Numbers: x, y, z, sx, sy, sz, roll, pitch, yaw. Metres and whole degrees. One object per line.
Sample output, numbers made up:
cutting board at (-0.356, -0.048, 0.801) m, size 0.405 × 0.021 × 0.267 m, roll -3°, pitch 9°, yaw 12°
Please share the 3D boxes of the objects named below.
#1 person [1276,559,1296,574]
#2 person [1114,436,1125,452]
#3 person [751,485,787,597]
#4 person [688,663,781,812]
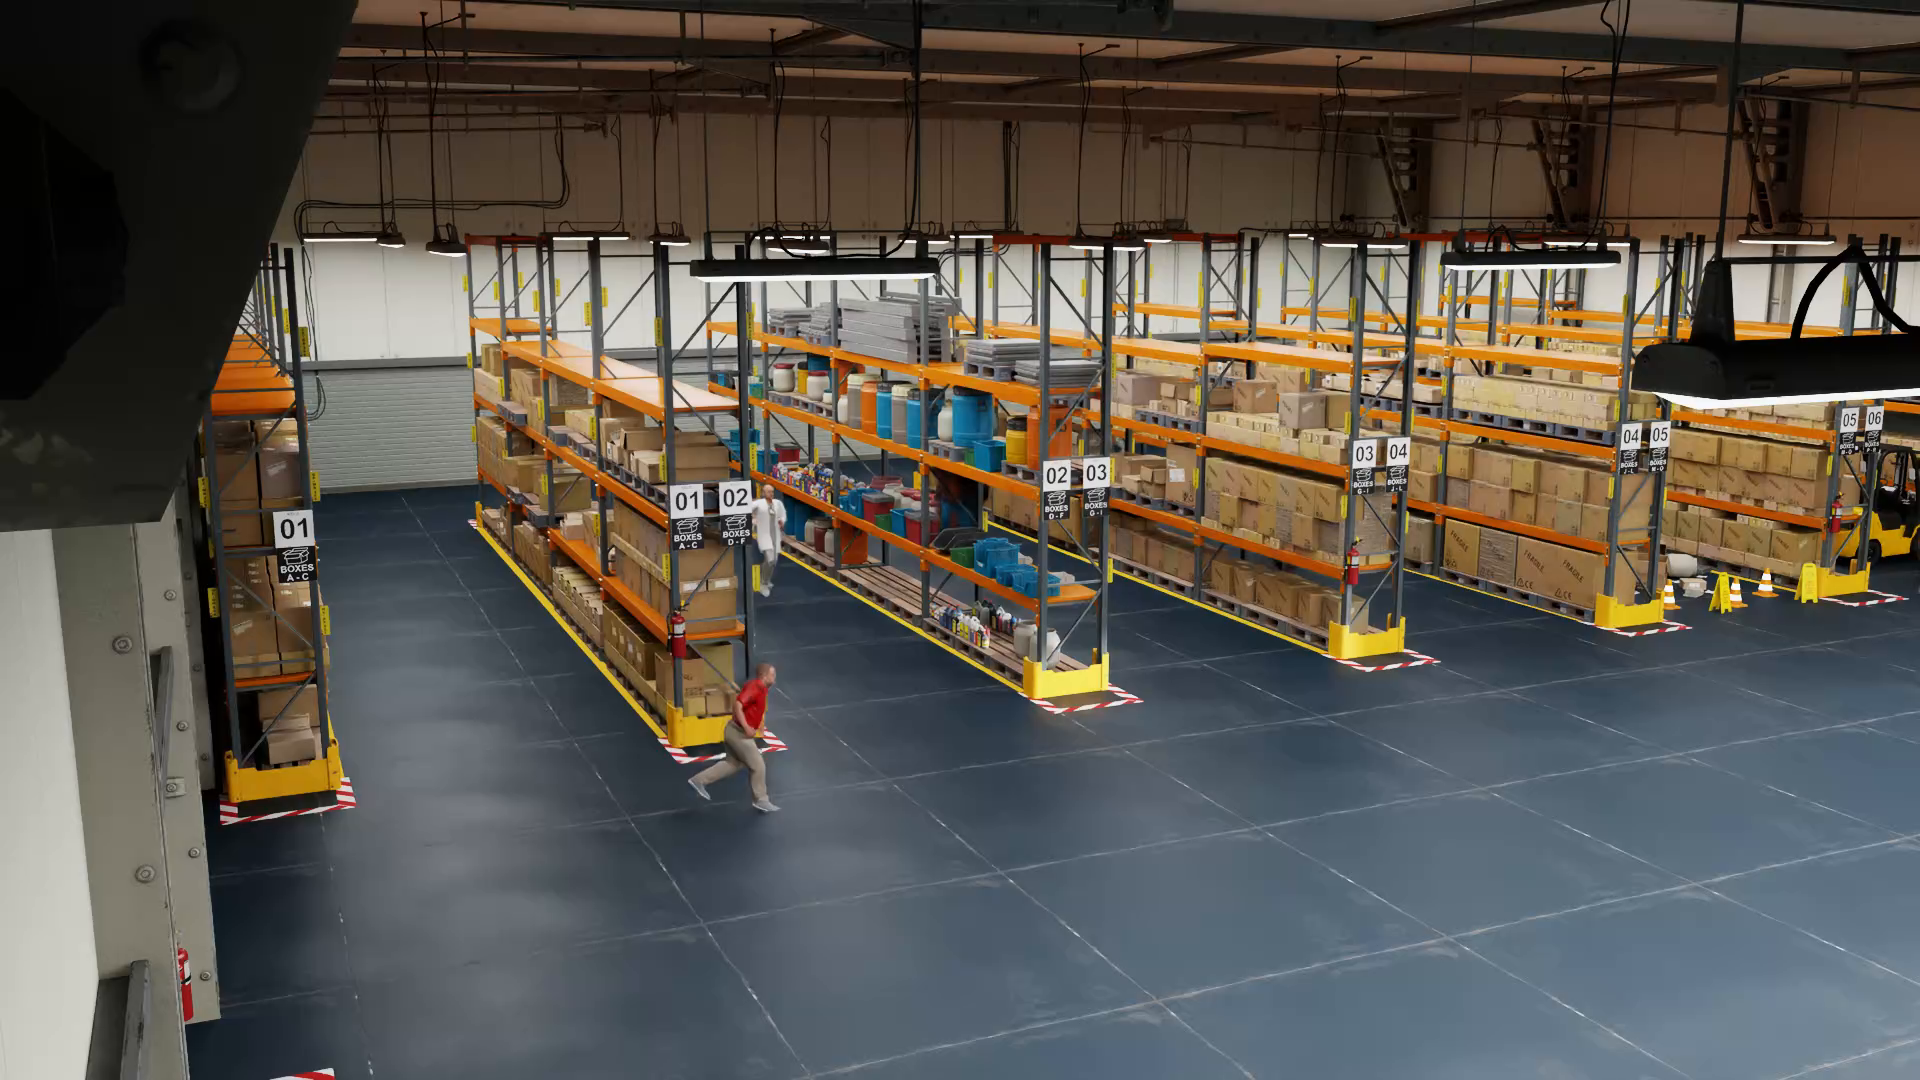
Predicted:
person at (5.914, -0.118, 29.415) m, size 0.624 × 1.653 × 0.696 m, roll -10°, pitch 15°, yaw -41°
person at (4.120, -2.988, 44.139) m, size 0.618 × 1.723 × 0.787 m, roll 10°, pitch 15°, yaw 42°
person at (-3.142, 0.008, 27.327) m, size 0.684 × 1.845 × 0.763 m, roll -8°, pitch 14°, yaw -36°
person at (-2.443, 2.150, 17.850) m, size 1.002 × 1.695 × 0.689 m, roll 0°, pitch 11°, yaw 0°
